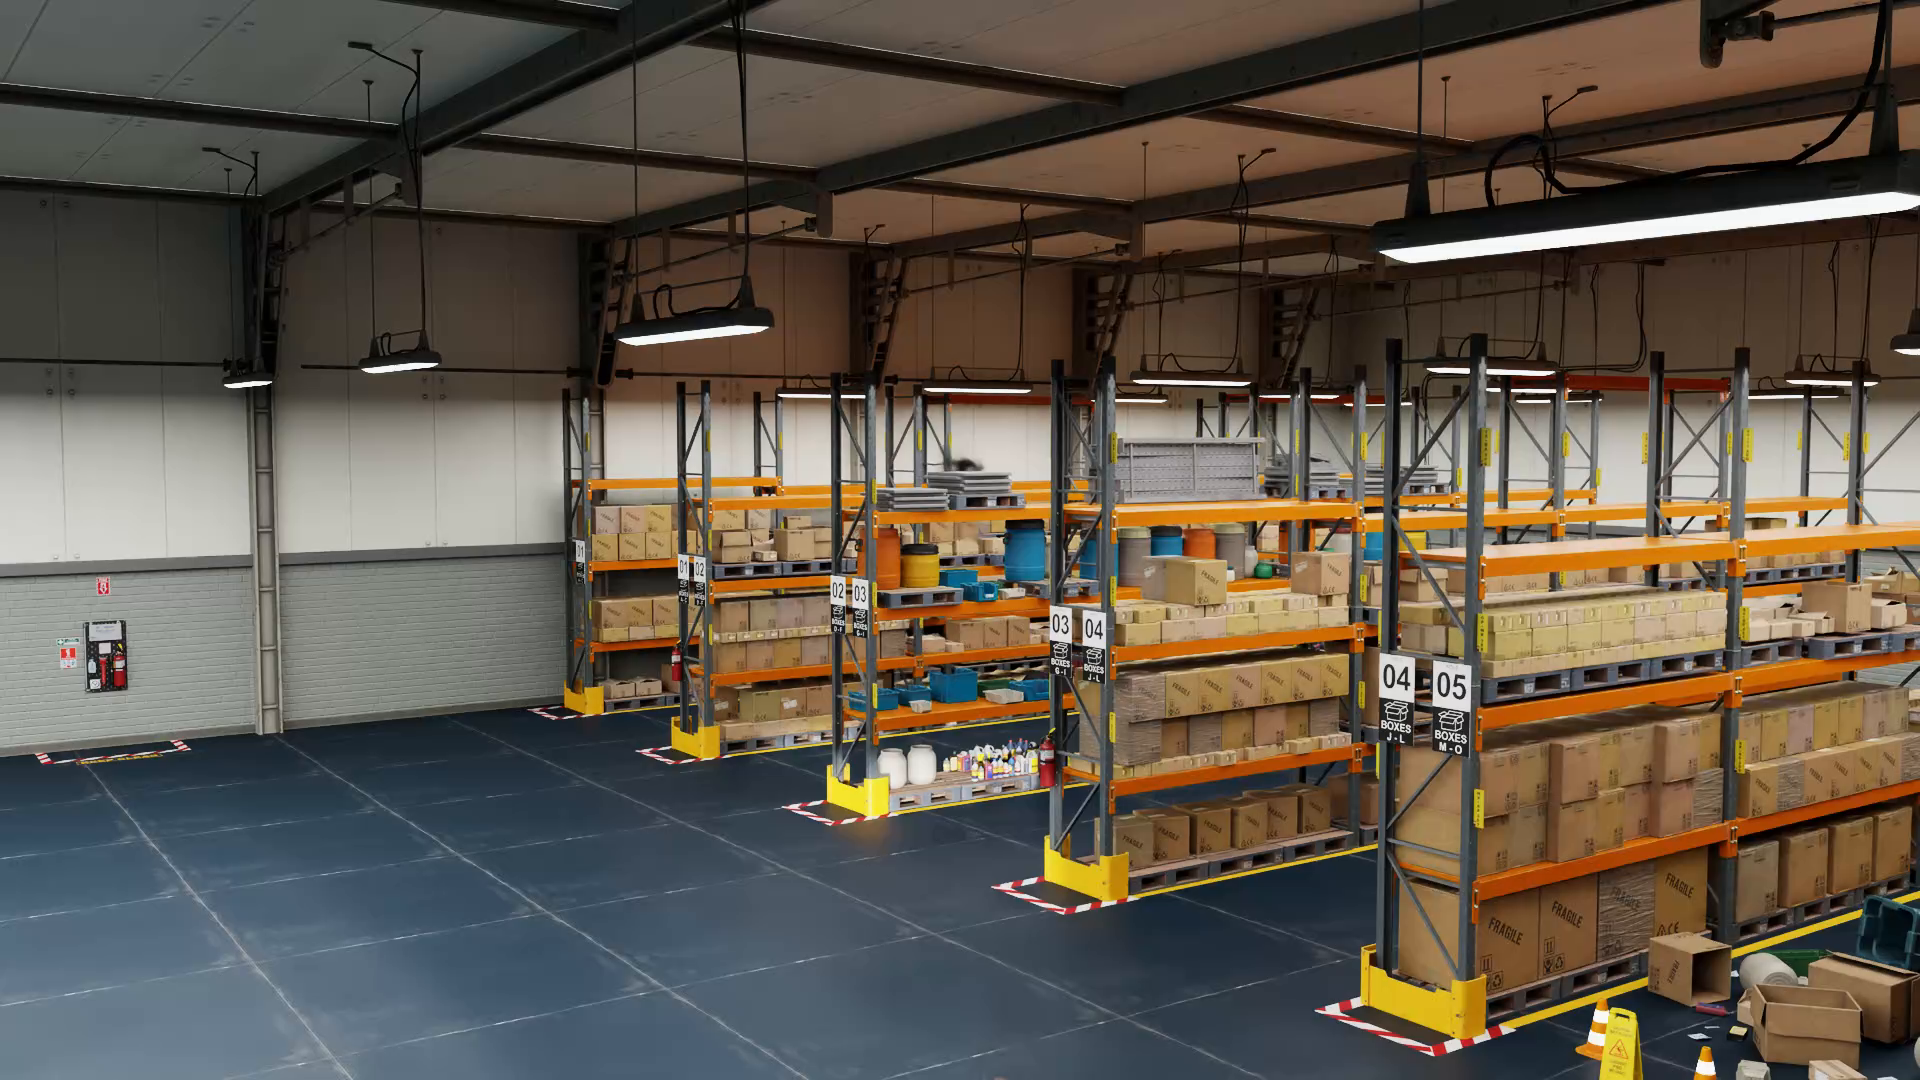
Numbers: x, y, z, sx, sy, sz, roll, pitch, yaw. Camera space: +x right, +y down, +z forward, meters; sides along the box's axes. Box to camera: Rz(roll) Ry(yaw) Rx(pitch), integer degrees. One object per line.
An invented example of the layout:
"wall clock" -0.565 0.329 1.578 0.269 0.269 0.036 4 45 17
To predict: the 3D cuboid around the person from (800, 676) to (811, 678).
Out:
"person" -2.856 2.389 29.719 0.605 1.685 0.560 -3 5 -38
